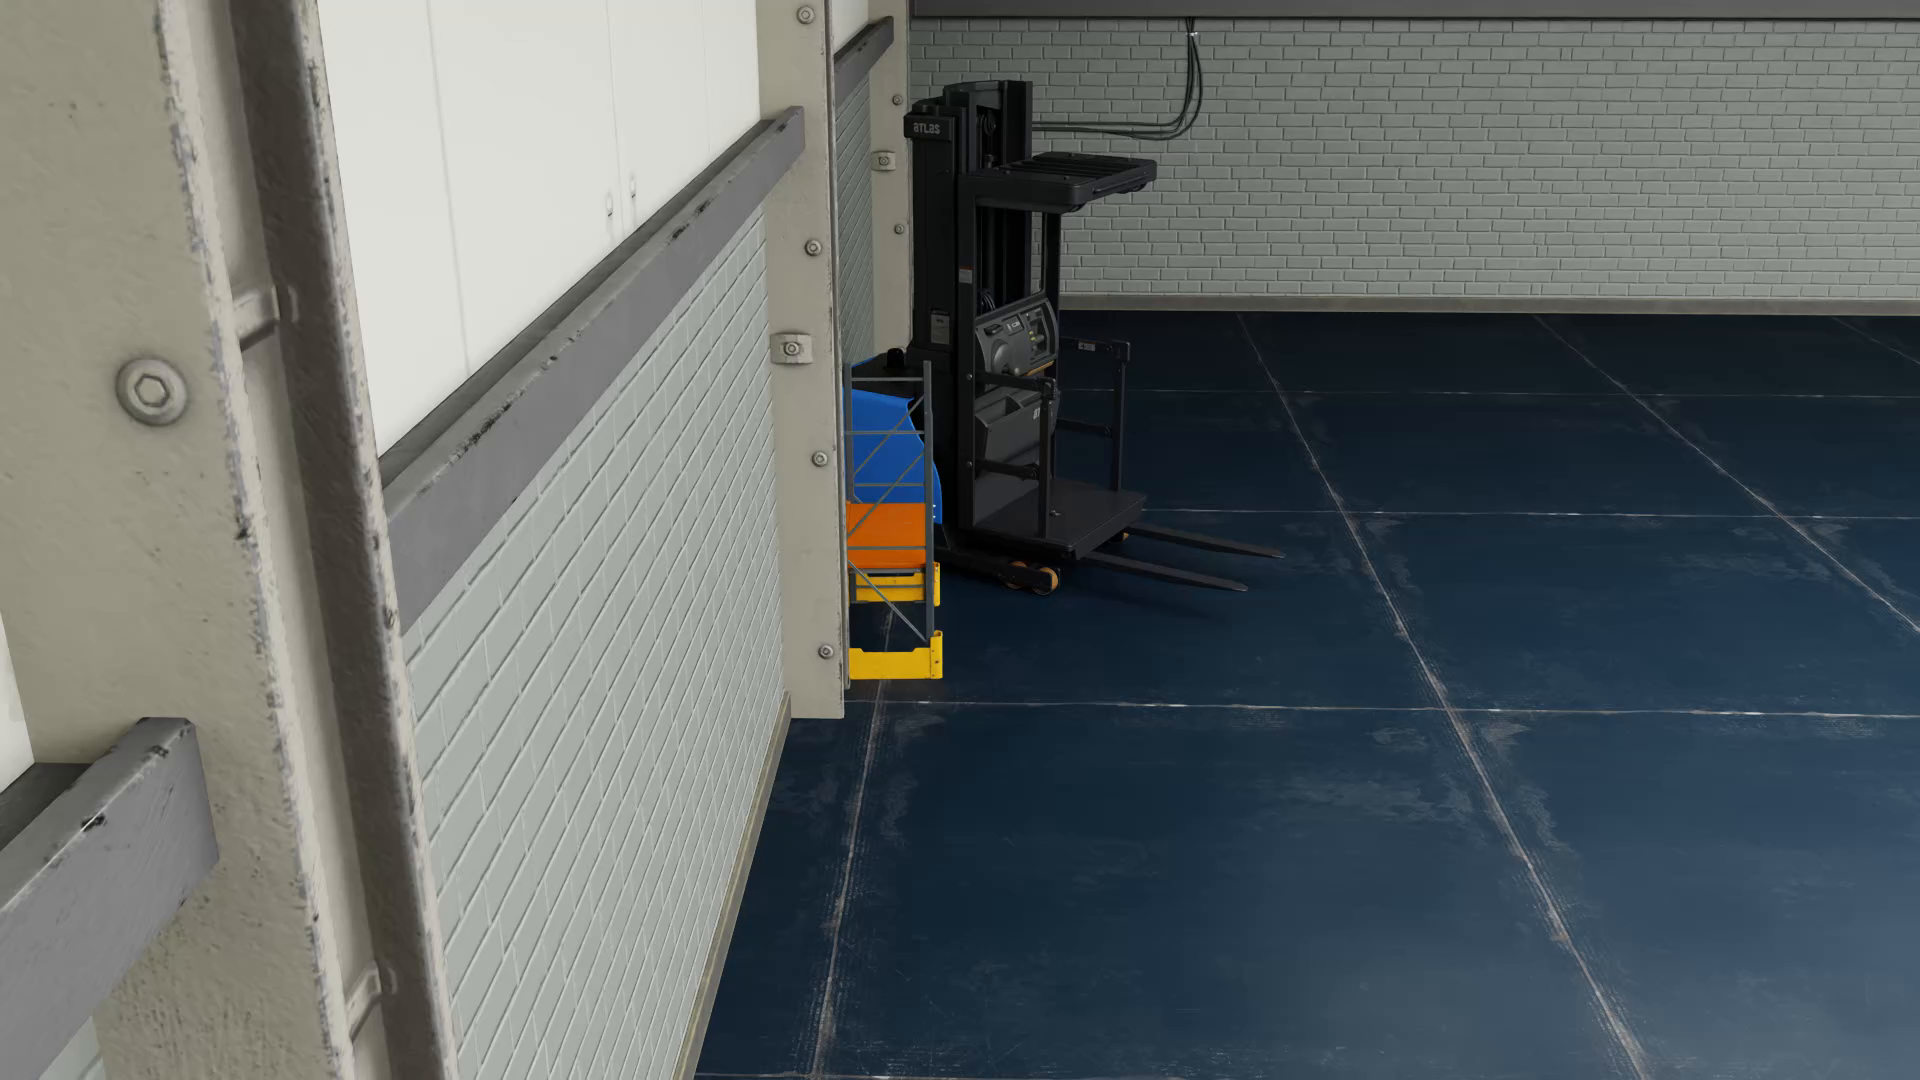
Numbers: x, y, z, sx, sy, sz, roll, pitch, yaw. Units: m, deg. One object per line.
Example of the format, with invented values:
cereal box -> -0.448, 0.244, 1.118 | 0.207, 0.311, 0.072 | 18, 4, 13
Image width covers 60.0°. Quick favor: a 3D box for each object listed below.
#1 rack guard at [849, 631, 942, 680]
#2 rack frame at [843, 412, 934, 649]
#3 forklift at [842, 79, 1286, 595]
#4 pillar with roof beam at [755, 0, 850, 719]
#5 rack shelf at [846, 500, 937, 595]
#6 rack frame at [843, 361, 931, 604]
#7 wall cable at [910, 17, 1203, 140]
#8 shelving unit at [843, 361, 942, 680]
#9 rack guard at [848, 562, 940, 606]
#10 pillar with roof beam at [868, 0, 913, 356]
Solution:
rack guard -> -0.391, 0.628, 9.064 | 0.587, 0.250, 0.087 | -1, 21, -1
rack frame -> -0.391, 0.046, 8.837 | 0.500, 1.500, 0.032 | -1, 21, -1
forklift -> 0.533, -1.250, 10.198 | 3.031, 2.935, 1.130 | 12, 24, 29
pillar with roof beam -> 3.548, -3.294, 7.079 | 9.100, 9.000, 0.400 | 1, 21, 2
rack shelf -> -0.404, 0.030, 9.376 | 0.538, 0.185, 1.000 | -1, 21, -1
rack frame -> -0.416, -0.322, 9.785 | 0.500, 1.500, 0.032 | -1, 21, -1
wall cable -> 0.839, -5.114, 16.061 | 3.097, 2.526, 0.112 | 1, 21, 2
shelving unit -> -0.404, -0.135, 9.302 | 0.587, 1.500, 1.083 | -1, 21, -1
rack guard -> -0.416, 0.268, 9.992 | 0.587, 0.250, 0.087 | -1, 21, -1
pillar with roof beam -> 3.730, -5.463, 12.670 | 9.100, 9.000, 0.400 | 1, 21, 2
